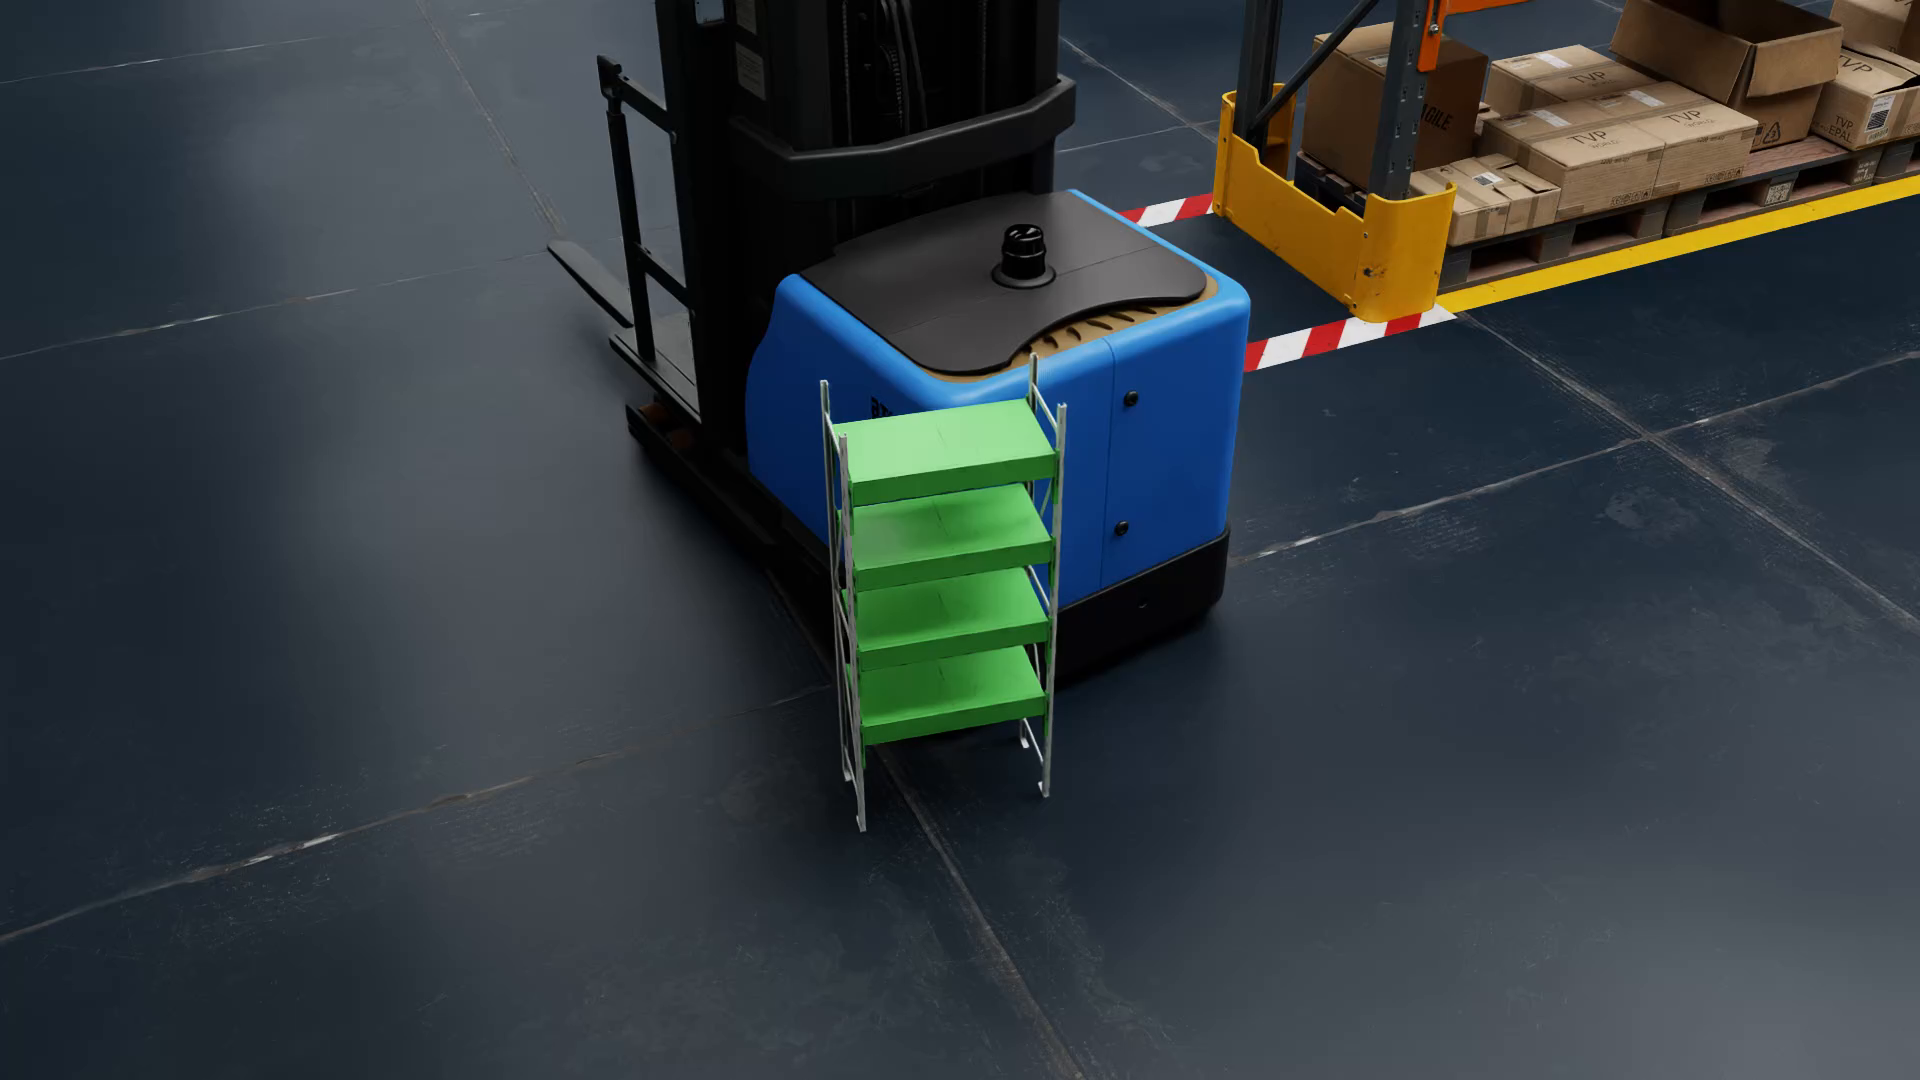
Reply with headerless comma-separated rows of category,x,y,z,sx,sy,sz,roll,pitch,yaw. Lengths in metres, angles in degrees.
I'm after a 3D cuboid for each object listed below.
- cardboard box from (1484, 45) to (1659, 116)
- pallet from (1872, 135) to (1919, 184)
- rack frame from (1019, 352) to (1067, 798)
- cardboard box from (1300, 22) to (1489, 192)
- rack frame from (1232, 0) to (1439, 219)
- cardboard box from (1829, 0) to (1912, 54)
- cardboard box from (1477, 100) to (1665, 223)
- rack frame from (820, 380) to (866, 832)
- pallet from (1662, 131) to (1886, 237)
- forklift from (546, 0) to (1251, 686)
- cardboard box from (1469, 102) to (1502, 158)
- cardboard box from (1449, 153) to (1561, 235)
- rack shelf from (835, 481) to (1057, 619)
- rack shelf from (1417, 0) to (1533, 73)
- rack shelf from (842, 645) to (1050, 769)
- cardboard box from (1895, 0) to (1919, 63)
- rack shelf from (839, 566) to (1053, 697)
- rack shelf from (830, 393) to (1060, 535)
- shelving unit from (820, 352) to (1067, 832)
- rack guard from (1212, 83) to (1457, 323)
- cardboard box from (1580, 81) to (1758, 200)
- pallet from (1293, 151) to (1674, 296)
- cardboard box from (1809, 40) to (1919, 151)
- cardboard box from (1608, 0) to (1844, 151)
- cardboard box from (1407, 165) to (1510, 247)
cardboard box,2.660,-1.928,7.271,0.500,0.250,0.500,-16,39,-20
pallet,4.398,-2.080,7.878,1.213,0.211,1.003,-16,39,-20
rack frame,0.196,0.122,4.079,0.015,1.200,0.240,-9,37,-11
cardboard box,1.787,-1.805,6.894,0.500,0.500,0.500,-16,39,-20
rack frame,1.400,-2.361,5.916,0.127,3.000,1.000,-16,39,-20
cardboard box,4.549,-2.481,7.965,0.500,0.311,0.500,-16,39,-20
cardboard box,2.465,-1.545,6.754,0.500,0.250,0.500,-16,39,-20
rack frame,-0.276,0.194,3.982,0.015,1.200,0.240,-9,37,-11
pallet,3.292,-1.769,7.458,1.213,0.211,1.003,-16,39,-20
forklift,-0.469,-1.527,4.849,1.130,2.935,3.031,-22,42,-27
cardboard box,2.192,-1.725,7.066,0.250,0.166,0.380,-16,39,-20
cardboard box,2.151,-1.384,6.607,0.250,0.166,0.380,-16,39,-20
rack shelf,-0.040,0.016,3.925,0.480,0.148,0.258,-9,37,-11
rack shelf,3.210,-2.579,6.813,4.000,0.370,1.077,-16,39,-20
rack shelf,-0.040,0.402,4.211,0.480,0.148,0.258,-9,37,-11
cardboard box,4.625,-2.249,7.494,0.500,0.500,0.500,-16,39,-20
rack shelf,-0.040,0.209,4.068,0.480,0.148,0.258,-9,37,-11
rack shelf,-0.040,-0.176,3.782,0.480,0.148,0.258,-9,37,-11
shelving unit,-0.040,0.158,4.030,0.503,1.200,0.258,-9,37,-11
rack guard,1.468,-1.377,6.686,0.348,0.500,1.175,-16,39,-20
cardboard box,2.918,-1.671,6.924,0.500,0.250,0.500,-16,39,-20
pallet,2.190,-1.463,7.045,1.213,0.211,1.003,-16,39,-20
cardboard box,3.946,-1.984,7.294,0.500,0.311,0.500,-16,39,-20
cardboard box,3.322,-2.070,7.249,0.637,0.503,0.797,-16,39,-20
cardboard box,1.925,-1.314,6.527,0.250,0.149,0.380,-16,39,-20
